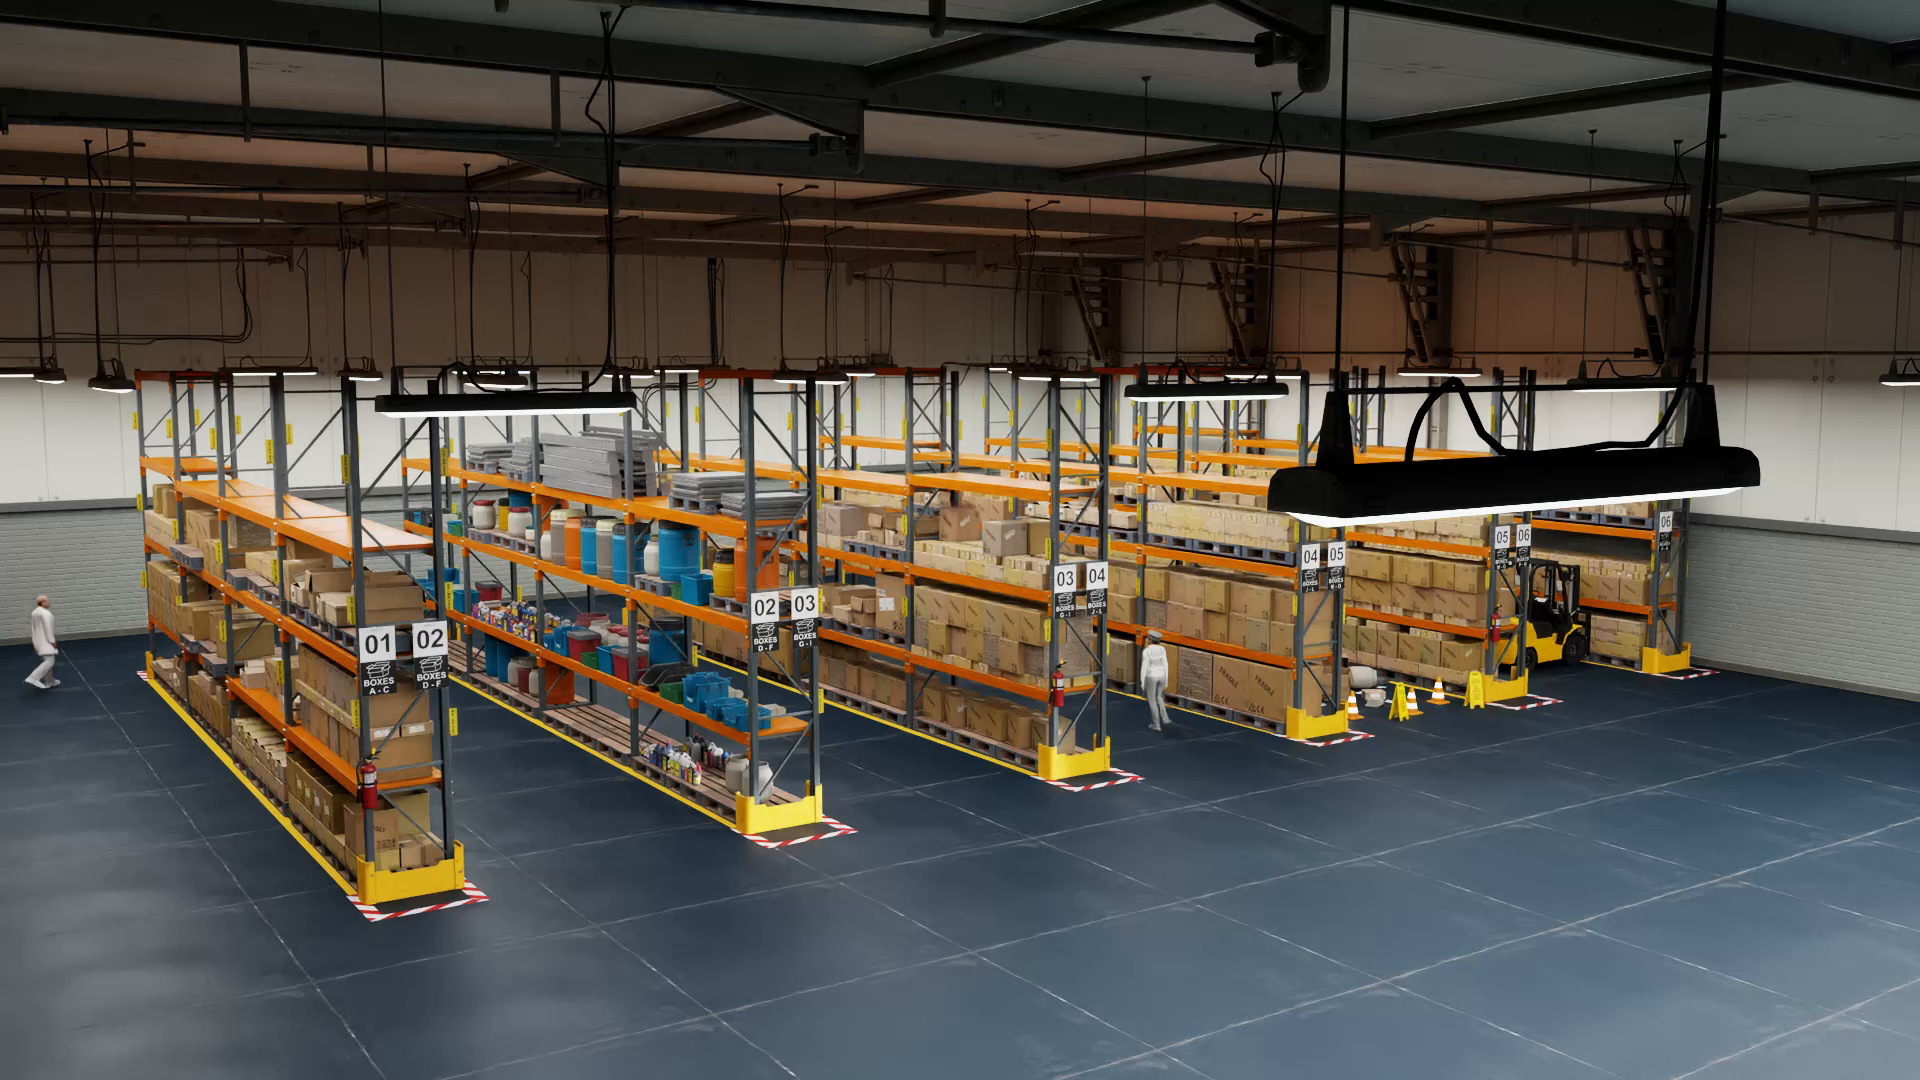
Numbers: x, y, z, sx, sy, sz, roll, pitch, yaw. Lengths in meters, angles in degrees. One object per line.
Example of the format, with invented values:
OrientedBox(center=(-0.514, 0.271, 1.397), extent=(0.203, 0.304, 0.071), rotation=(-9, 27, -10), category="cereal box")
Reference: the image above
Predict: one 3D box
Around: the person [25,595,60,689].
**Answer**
OrientedBox(center=(-17.209, 1.929, 31.165), extent=(0.640, 1.765, 0.923), rotation=(2, 7, 19), category="person")

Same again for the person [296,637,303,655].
OrientedBox(center=(-12.358, 2.000, 31.166), extent=(0.481, 1.603, 1.043), rotation=(-4, 8, -35), category="person")

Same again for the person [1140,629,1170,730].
OrientedBox(center=(3.268, 2.341, 27.927), extent=(0.517, 1.682, 0.446), rotation=(-3, 7, -25), category="person")
